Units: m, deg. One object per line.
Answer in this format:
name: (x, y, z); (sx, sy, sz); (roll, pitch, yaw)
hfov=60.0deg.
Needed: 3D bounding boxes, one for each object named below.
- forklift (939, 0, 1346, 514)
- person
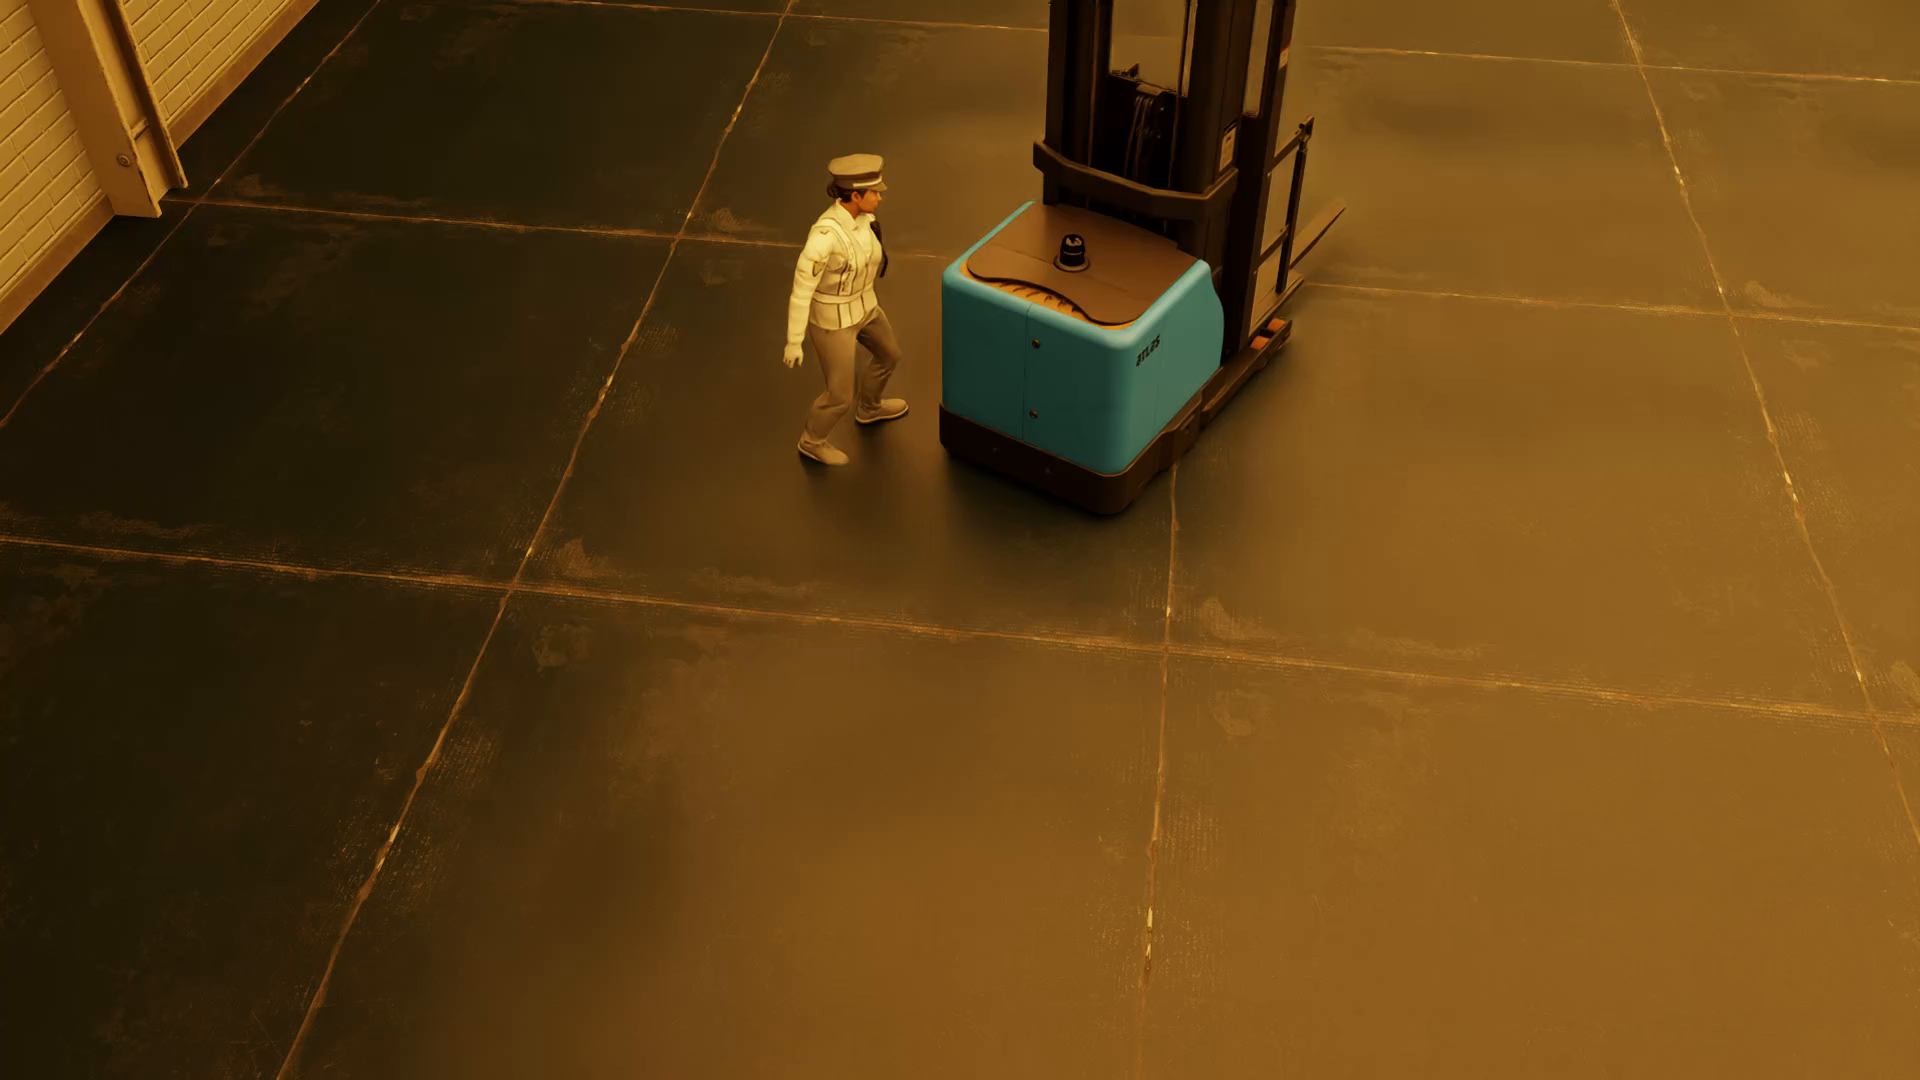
forklift: (1.136, -2.168, 8.084); (1.130, 2.935, 3.031); (24, 48, 24)
person: (-0.555, -1.067, 7.881); (0.417, 1.639, 0.808); (21, 46, 21)
